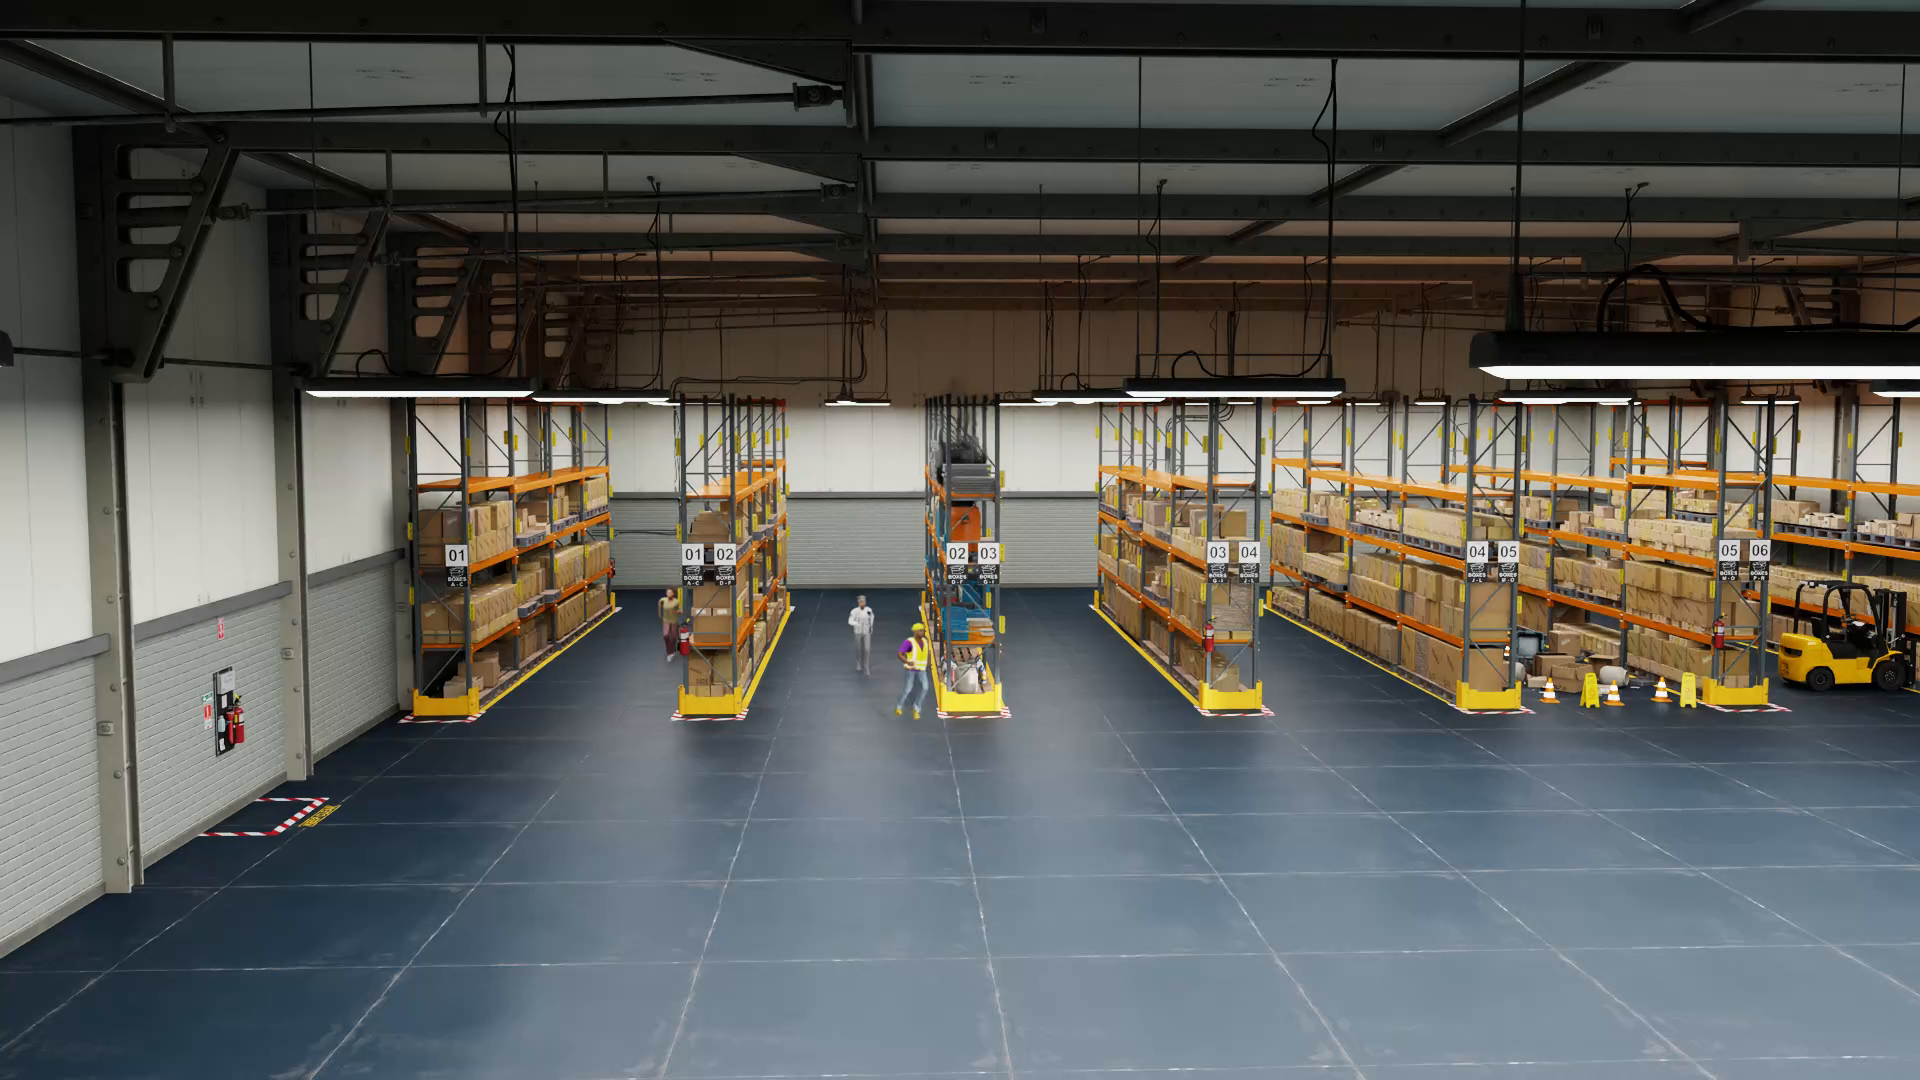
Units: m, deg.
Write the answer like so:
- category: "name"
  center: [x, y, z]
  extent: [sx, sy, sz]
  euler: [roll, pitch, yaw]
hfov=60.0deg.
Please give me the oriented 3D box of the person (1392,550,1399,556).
- category: "person"
  center: [12.877, 1.029, 49.081]
  extent: [0.586, 1.659, 0.617]
  euler: [-1, 5, -11]

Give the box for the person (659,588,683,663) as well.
- category: "person"
  center: [-6.570, 1.910, 37.826]
  extent: [0.599, 1.695, 0.818]
  euler: [0, 5, 0]

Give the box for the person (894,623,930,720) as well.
- category: "person"
  center: [-0.820, 2.433, 30.844]
  extent: [0.763, 1.773, 0.680]
  euler: [-3, 5, -32]

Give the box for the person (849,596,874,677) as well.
- category: "person"
  center: [-2.126, 2.037, 35.926]
  extent: [0.562, 1.719, 0.838]
  euler: [-1, 5, -7]
